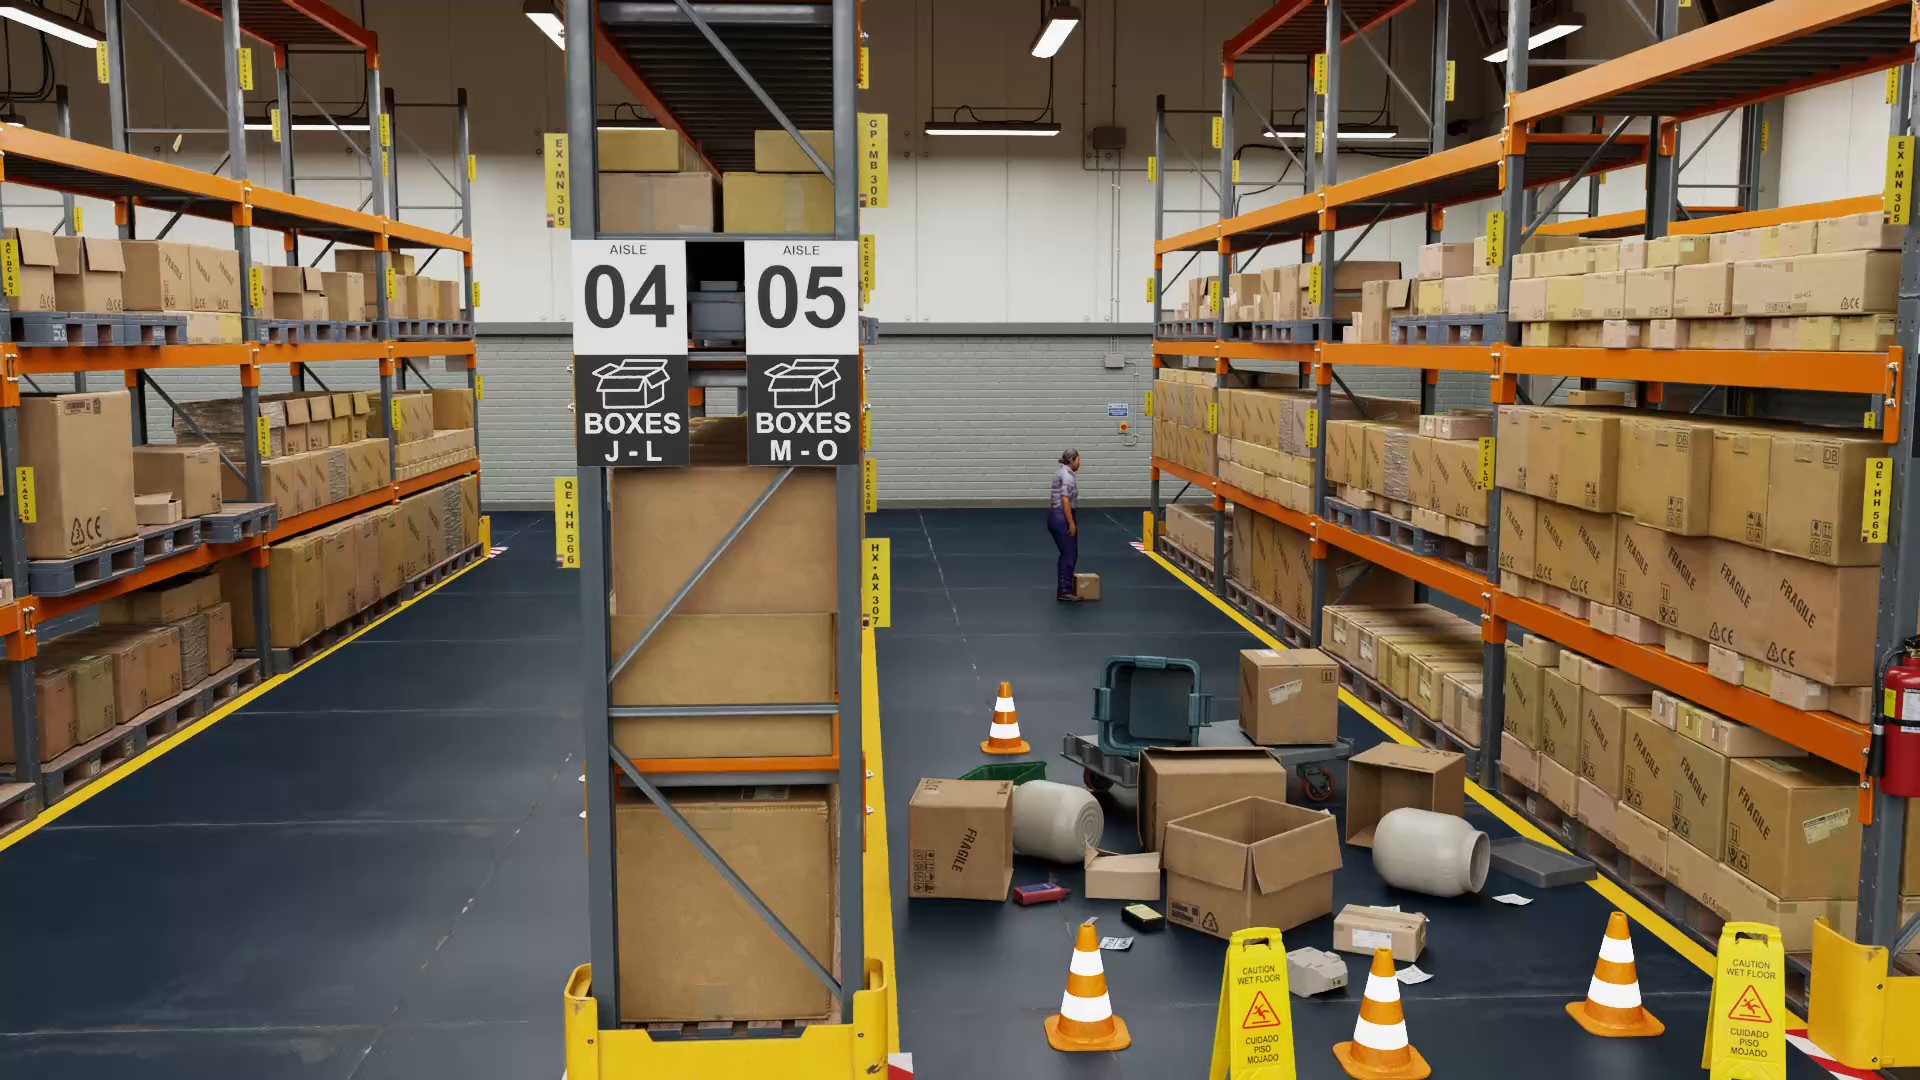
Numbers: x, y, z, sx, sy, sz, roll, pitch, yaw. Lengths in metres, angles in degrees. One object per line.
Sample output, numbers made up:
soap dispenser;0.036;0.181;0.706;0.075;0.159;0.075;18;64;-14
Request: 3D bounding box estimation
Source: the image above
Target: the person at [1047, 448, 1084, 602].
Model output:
person;1.179;-0.177;18.250;0.426;1.647;0.562;-1;7;-7
